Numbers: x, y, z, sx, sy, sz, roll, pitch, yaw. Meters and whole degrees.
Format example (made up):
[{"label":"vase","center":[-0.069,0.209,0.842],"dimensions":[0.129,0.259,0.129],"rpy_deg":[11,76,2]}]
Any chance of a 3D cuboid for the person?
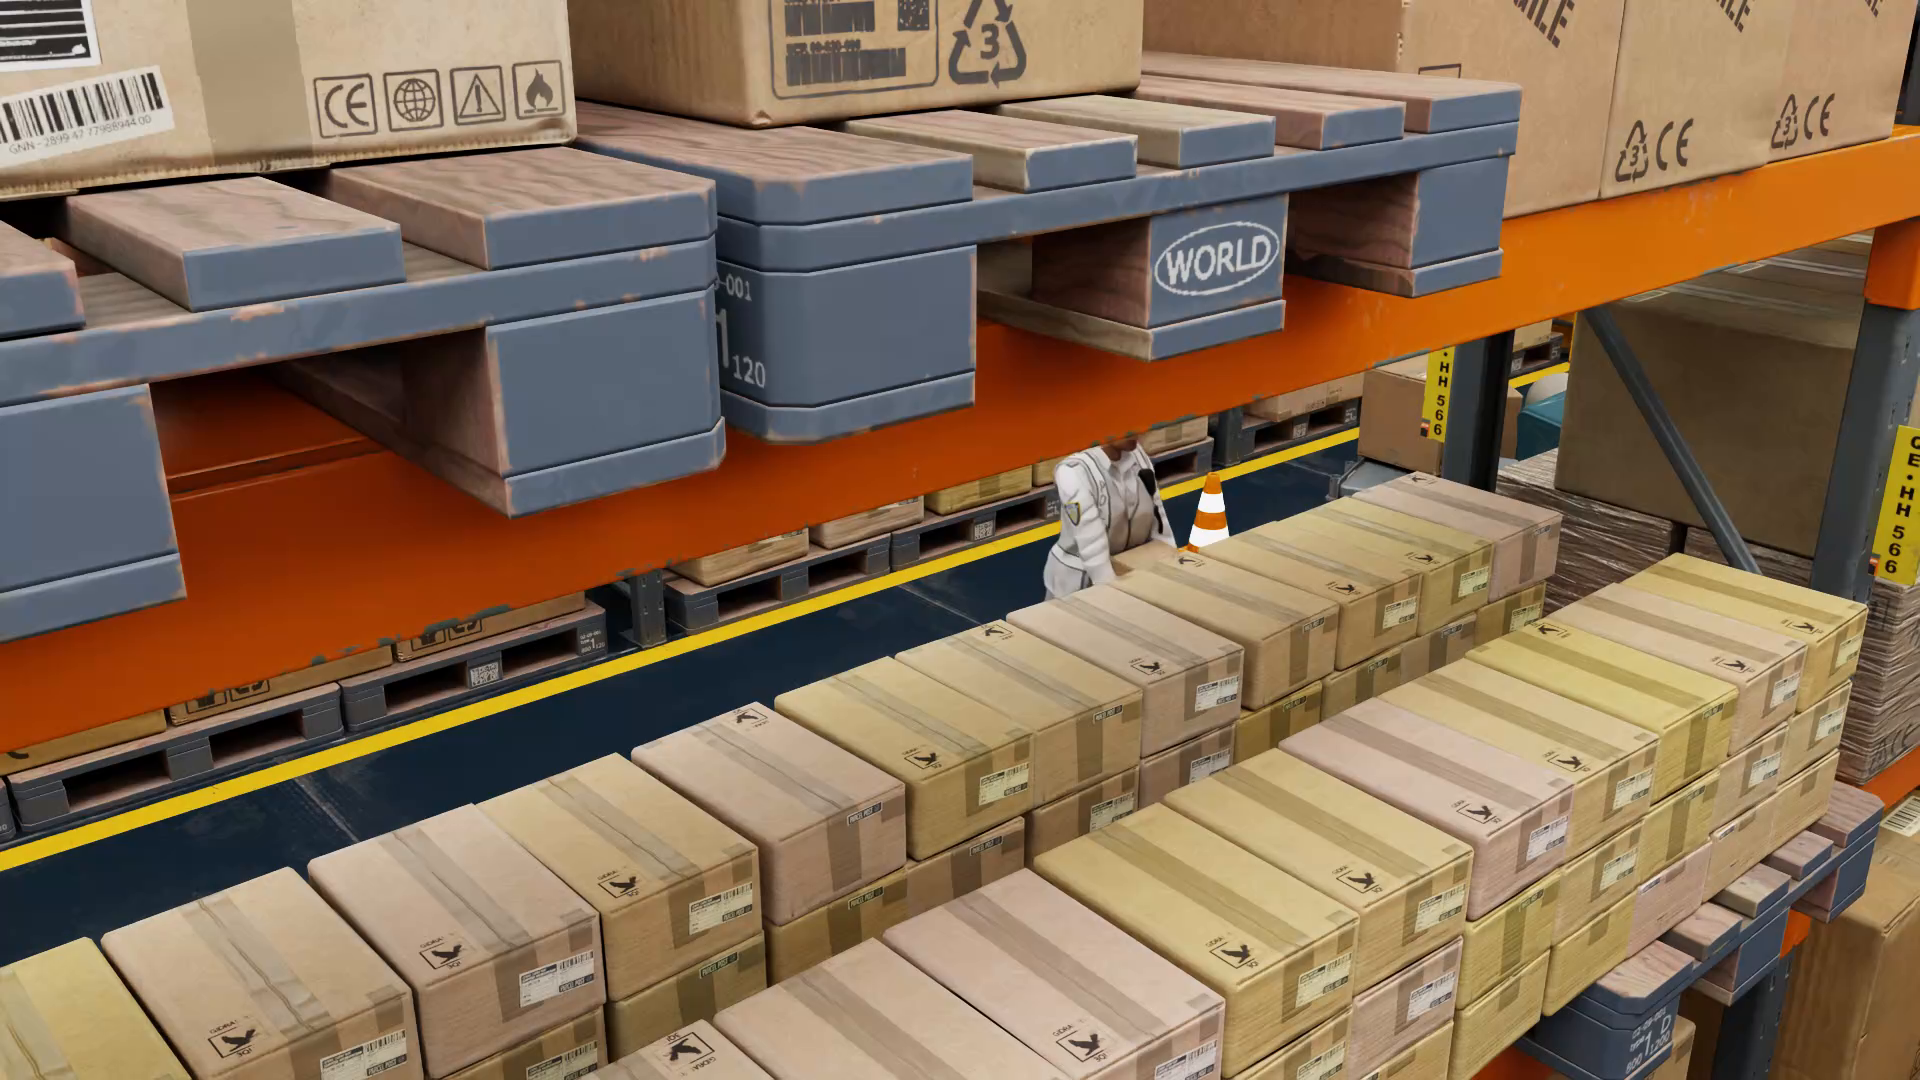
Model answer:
[{"label":"person","center":[0.564,0.231,5.970],"dimensions":[0.417,1.682,0.528],"rpy_deg":[-18,27,-38]}]
